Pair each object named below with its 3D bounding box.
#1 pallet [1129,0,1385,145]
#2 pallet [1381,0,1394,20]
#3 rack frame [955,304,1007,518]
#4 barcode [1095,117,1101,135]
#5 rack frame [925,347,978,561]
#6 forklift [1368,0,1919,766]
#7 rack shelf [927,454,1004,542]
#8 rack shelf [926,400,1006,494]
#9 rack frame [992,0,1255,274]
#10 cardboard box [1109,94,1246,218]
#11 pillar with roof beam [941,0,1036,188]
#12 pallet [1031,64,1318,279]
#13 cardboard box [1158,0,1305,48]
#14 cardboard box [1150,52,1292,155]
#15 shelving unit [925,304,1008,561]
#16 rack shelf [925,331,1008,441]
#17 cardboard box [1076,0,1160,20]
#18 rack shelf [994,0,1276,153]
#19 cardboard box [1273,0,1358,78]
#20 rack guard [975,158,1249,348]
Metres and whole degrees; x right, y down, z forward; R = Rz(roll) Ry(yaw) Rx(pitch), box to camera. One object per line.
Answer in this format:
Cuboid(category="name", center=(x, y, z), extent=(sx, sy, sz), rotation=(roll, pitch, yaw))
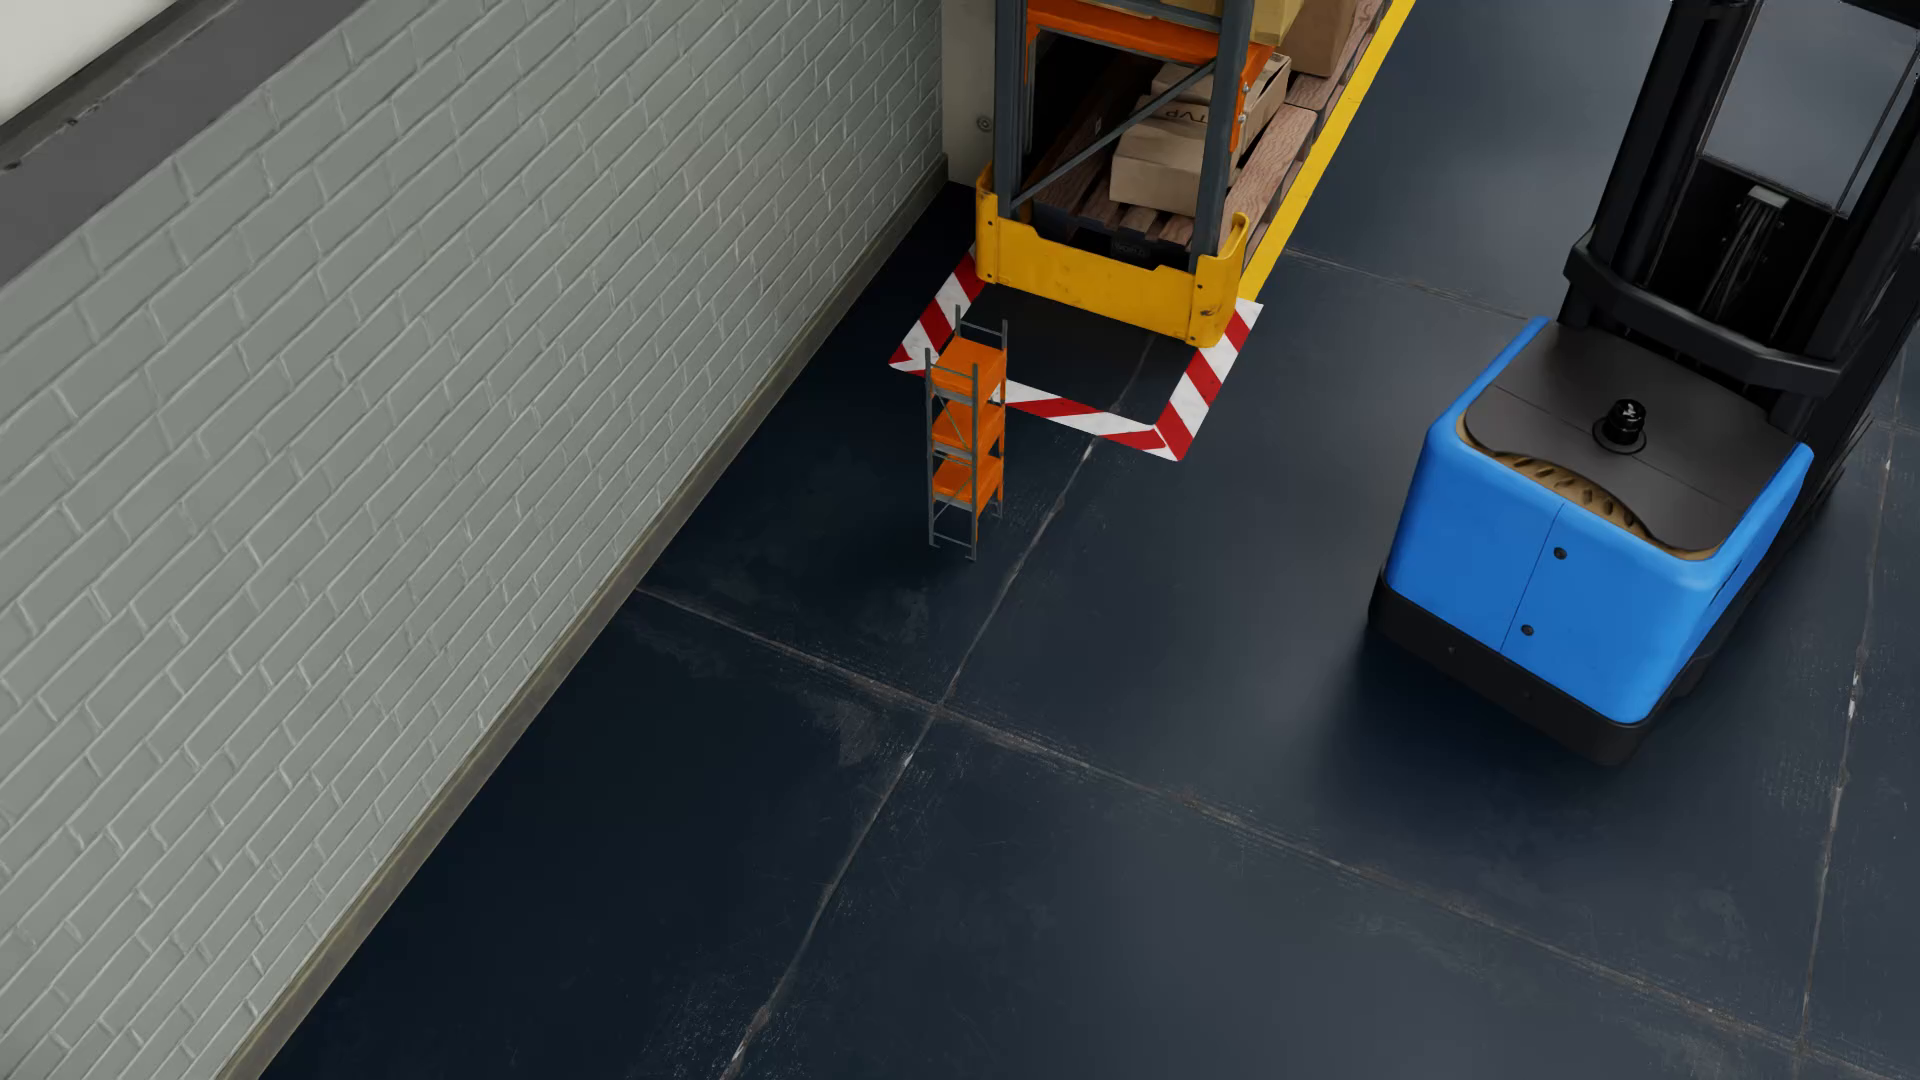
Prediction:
Cuboid(category="pallet", center=(1.551, -2.585, 8.626), extent=(1.003, 0.211, 1.213), rotation=(20, 52, 16))
Cuboid(category="pallet", center=(2.070, -3.428, 9.343), extent=(1.003, 0.211, 1.213), rotation=(20, 52, 16))
Cuboid(category="rack frame", center=(0.075, -0.461, 6.268), extent=(0.200, 1.050, 0.008), rotation=(20, 52, 16))
Cuboid(category="barcode", center=(0.640, -1.915, 7.696), extent=(0.001, 0.075, 0.075), rotation=(20, 52, 16))
Cuboid(category="rack frame", center=(-0.029, -0.293, 6.125), extent=(0.200, 1.050, 0.008), rotation=(20, 52, 16))
Cuboid(category="forklift", center=(2.874, -1.213, 5.673), extent=(1.130, 2.935, 3.031), rotation=(34, 57, 25))
Cuboid(category="rack shelf", center=(0.023, -0.190, 6.416), extent=(0.215, 0.259, 0.240), rotation=(20, 52, 16))
Cuboid(category="rack shelf", center=(0.023, -0.370, 6.205), extent=(0.215, 0.259, 0.240), rotation=(20, 52, 16))
Cuboid(category="rack frame", center=(0.617, -2.051, 6.341), extent=(1.000, 3.000, 0.127), rotation=(20, 52, 16))
Cuboid(category="cardboard box", center=(0.994, -1.770, 7.578), extent=(0.500, 0.311, 0.500), rotation=(14, 51, 12))
Cuboid(category="pillar with roof beam", center=(4.026, -3.358, 3.514), extent=(9.100, 9.000, 0.400), rotation=(20, 52, 16))
Cuboid(category="pallet", center=(1.028, -1.748, 7.914), extent=(1.003, 0.211, 1.213), rotation=(20, 52, 16))
Cuboid(category="cardboard box", center=(1.112, -2.242, 6.588), extent=(0.500, 0.250, 0.500), rotation=(18, 52, 15))
Cuboid(category="cardboard box", center=(1.237, -2.162, 7.912), extent=(0.500, 0.311, 0.500), rotation=(24, 54, 19))
Cuboid(category="shelving unit", center=(0.023, -0.377, 6.197), extent=(0.215, 1.050, 0.252), rotation=(20, 52, 16))
Cuboid(category="rack shelf", center=(0.023, -0.554, 5.989), extent=(0.215, 0.259, 0.240), rotation=(20, 52, 16))
Cuboid(category="cardboard box", center=(0.641, -2.394, 6.718), extent=(0.500, 0.250, 0.500), rotation=(20, 53, 17))
Cuboid(category="rack shelf", center=(1.471, -3.195, 7.787), extent=(1.077, 0.370, 4.000), rotation=(20, 52, 16))
Cuboid(category="cardboard box", center=(1.596, -2.712, 8.256), extent=(0.700, 0.500, 0.500), rotation=(17, 52, 14))
Cuboid(category="rack guard", center=(0.649, -1.293, 7.337), extent=(1.175, 0.500, 0.348), rotation=(20, 52, 16))
